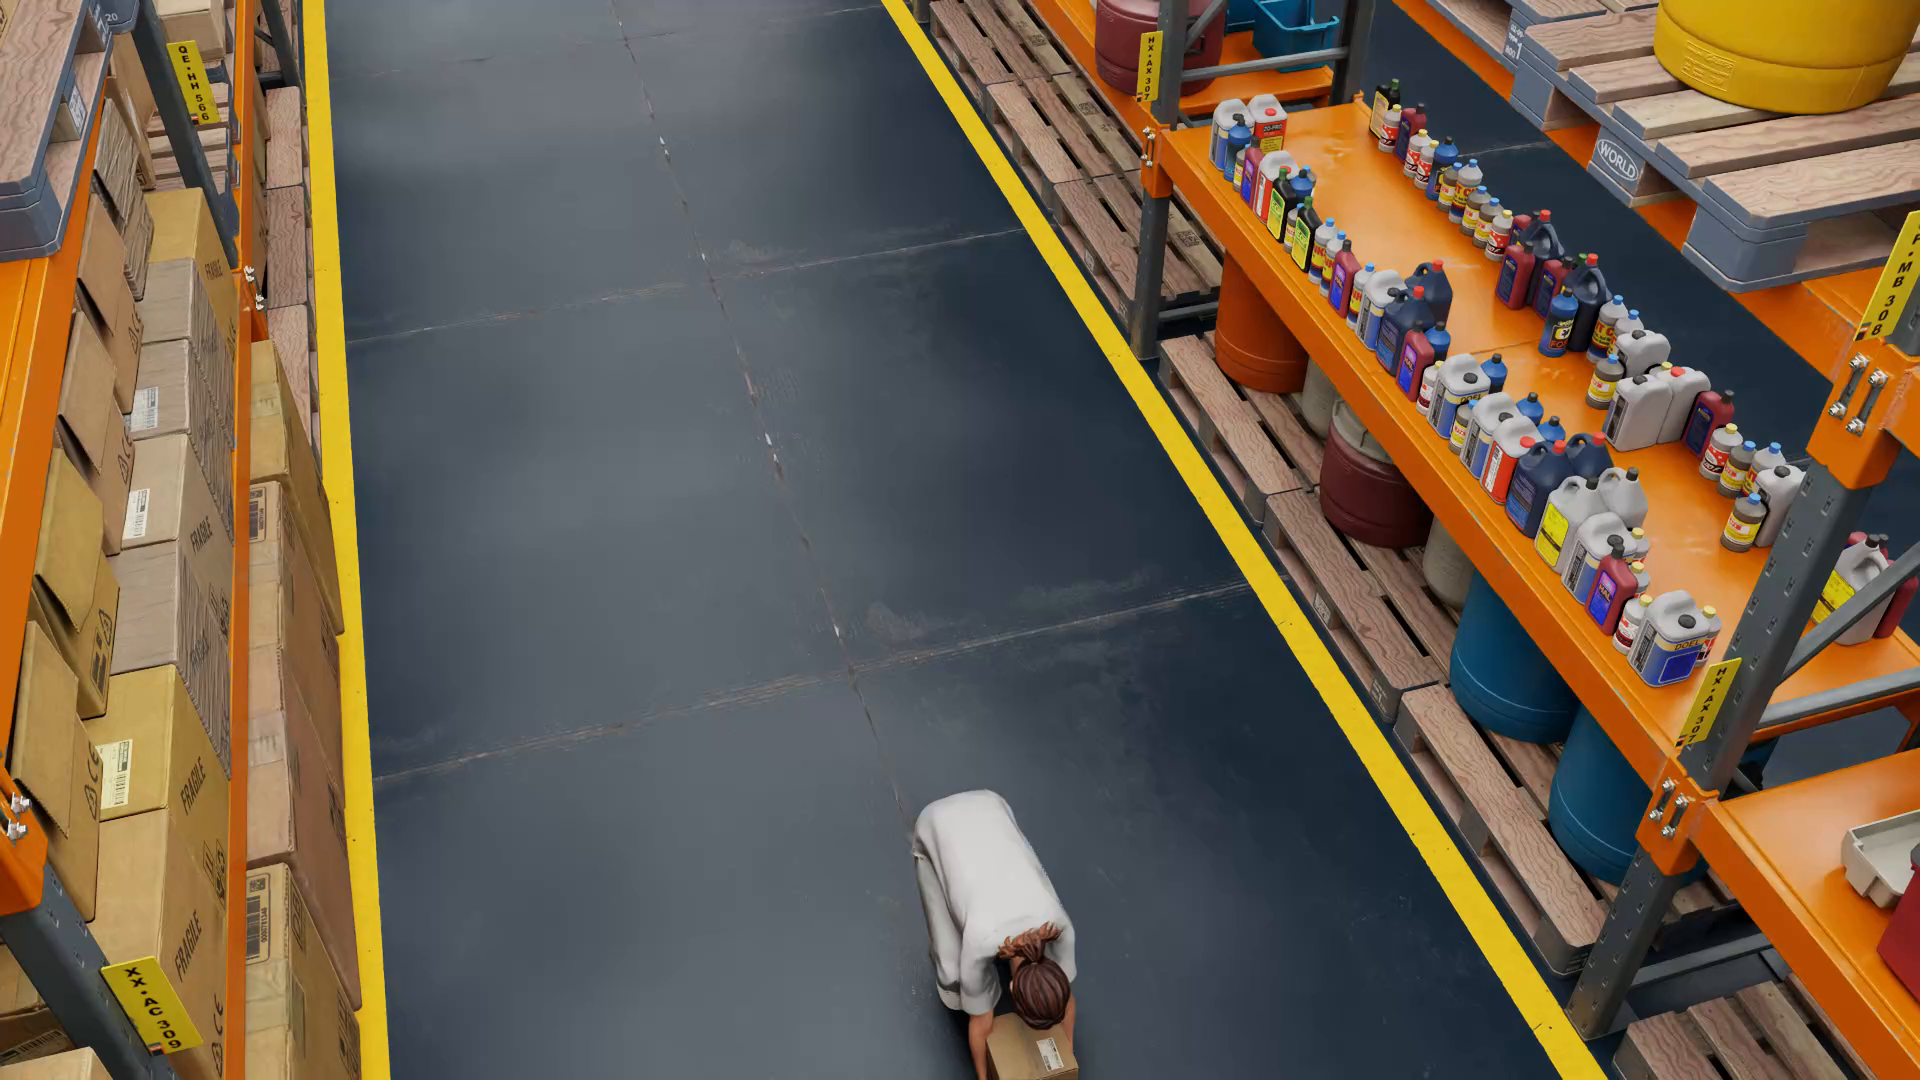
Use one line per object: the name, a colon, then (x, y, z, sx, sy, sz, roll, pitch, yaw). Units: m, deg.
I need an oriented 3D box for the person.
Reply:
person: (0.130, 1.313, 5.419, 0.470, 0.785, 0.866, -13, 44, -14)
